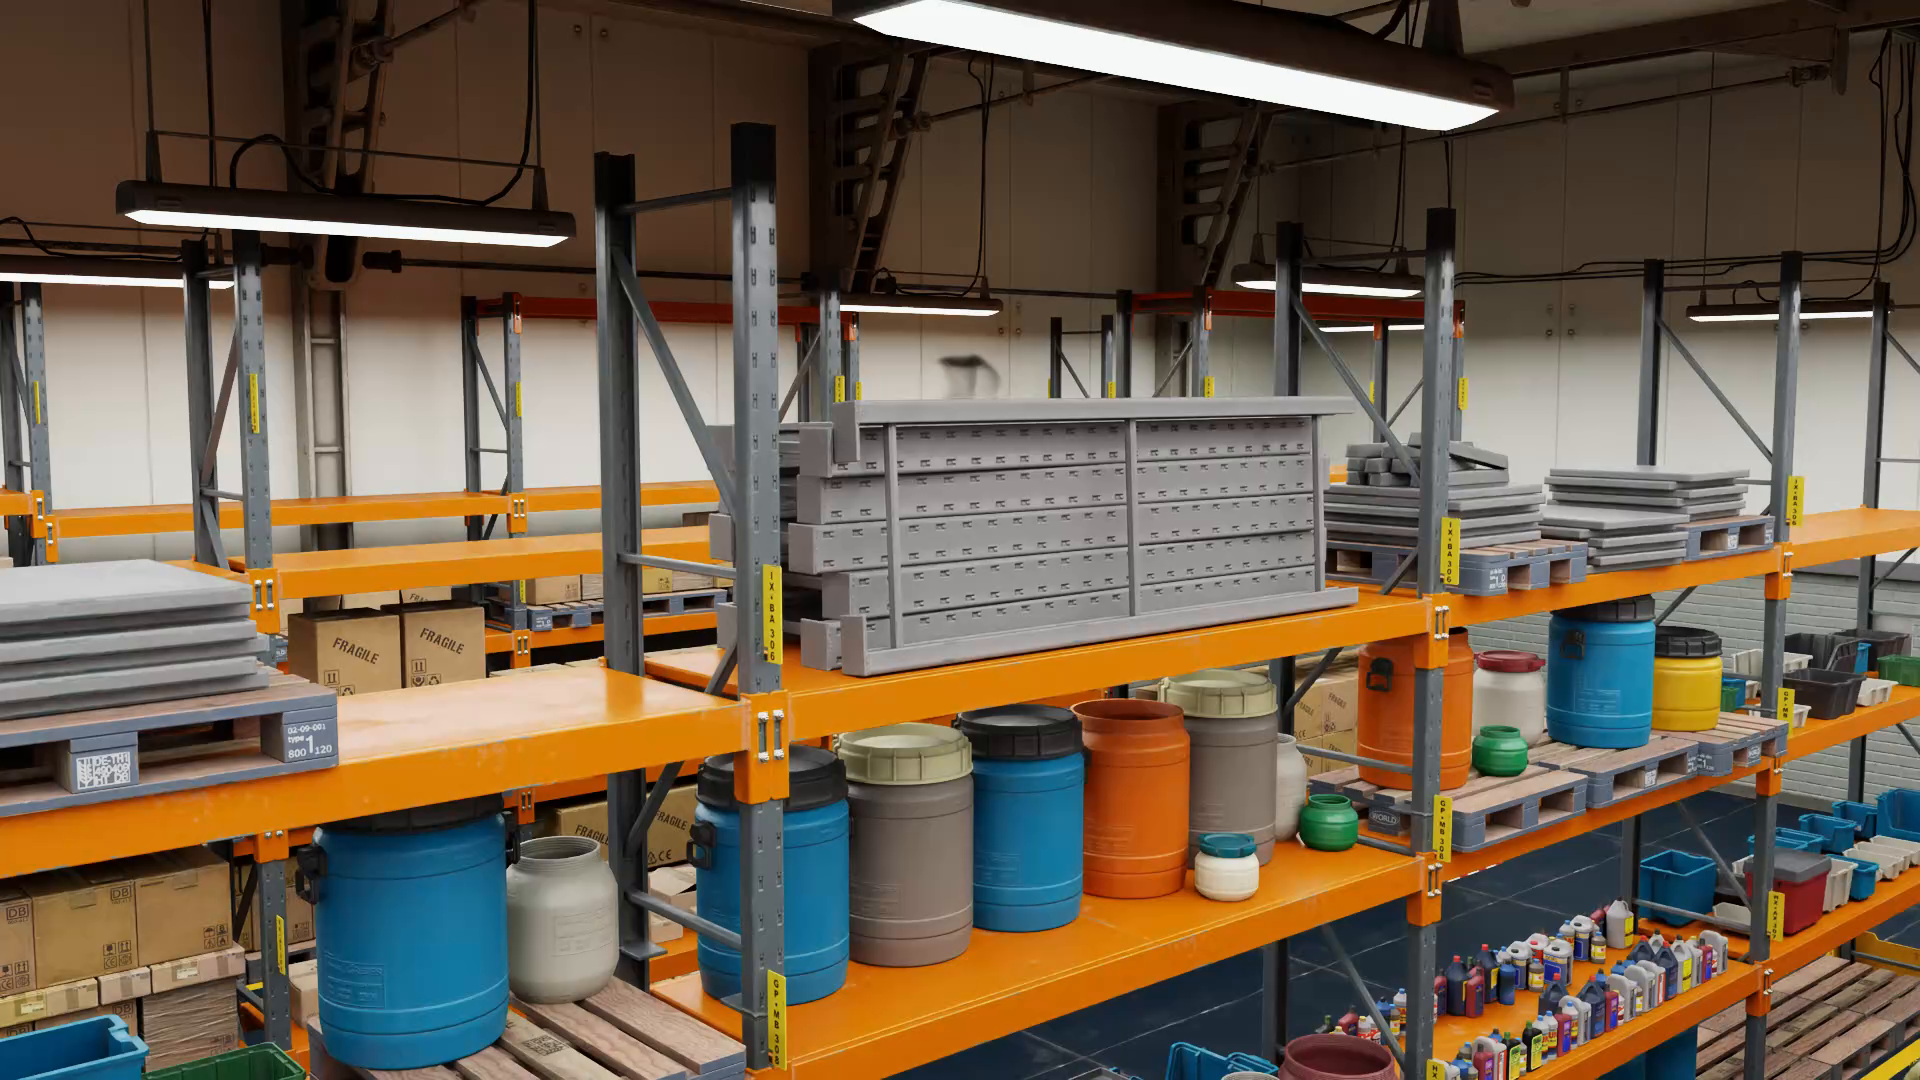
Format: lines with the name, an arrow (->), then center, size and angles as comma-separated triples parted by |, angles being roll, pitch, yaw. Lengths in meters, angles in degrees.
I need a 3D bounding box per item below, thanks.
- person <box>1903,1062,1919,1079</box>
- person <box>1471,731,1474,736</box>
person -> 5.701, 3.496, 9.480 | 0.614, 1.624, 1.005 | 4, 7, 35
person -> 5.747, 2.514, 18.890 | 0.694, 1.784, 0.705 | -1, 5, -7
